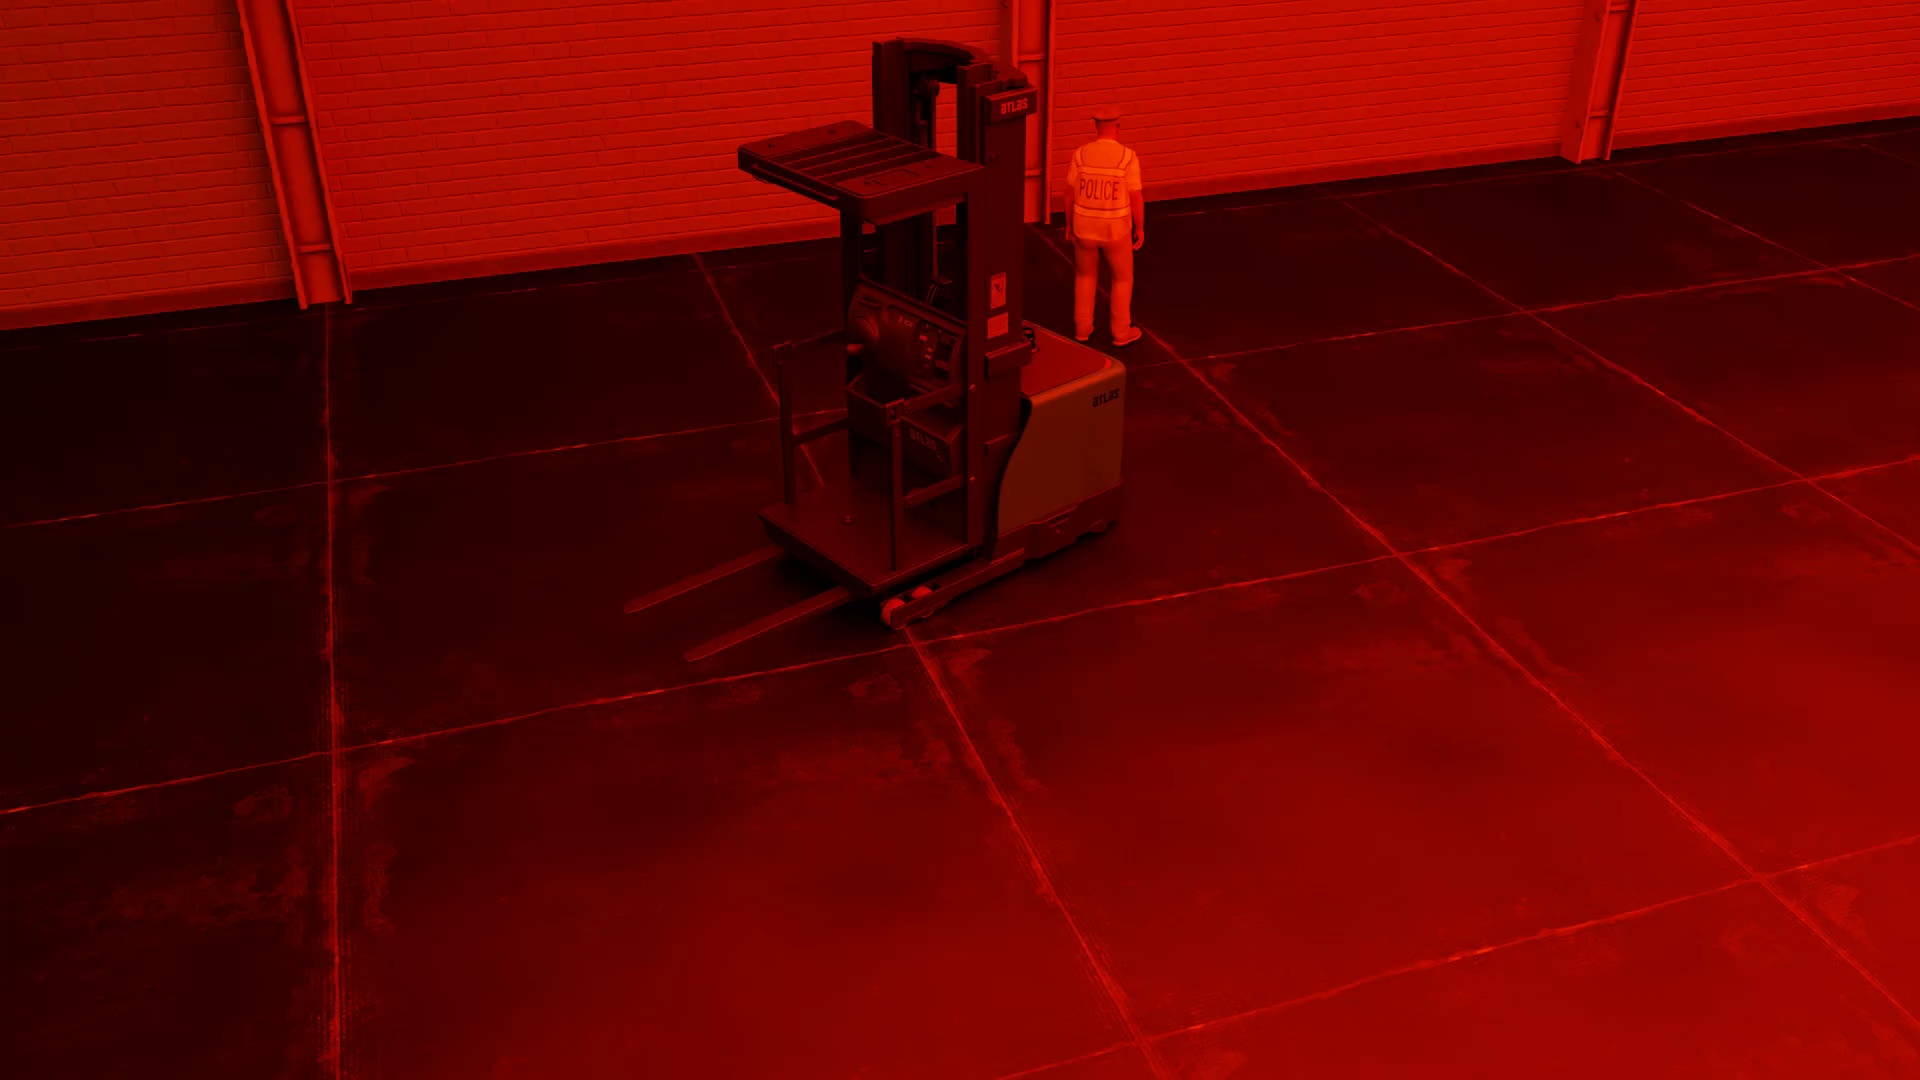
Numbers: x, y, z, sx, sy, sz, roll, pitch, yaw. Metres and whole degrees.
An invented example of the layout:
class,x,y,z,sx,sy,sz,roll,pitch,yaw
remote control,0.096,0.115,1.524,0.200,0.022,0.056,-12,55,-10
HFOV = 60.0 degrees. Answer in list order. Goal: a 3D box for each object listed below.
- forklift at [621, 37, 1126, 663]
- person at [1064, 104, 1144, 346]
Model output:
class,x,y,z,sx,sy,sz,roll,pitch,yaw
forklift,-0.461,-1.072,8.951,3.031,2.935,1.130,-23,37,-34
person,1.056,-2.291,12.253,0.597,1.748,0.432,10,31,16
